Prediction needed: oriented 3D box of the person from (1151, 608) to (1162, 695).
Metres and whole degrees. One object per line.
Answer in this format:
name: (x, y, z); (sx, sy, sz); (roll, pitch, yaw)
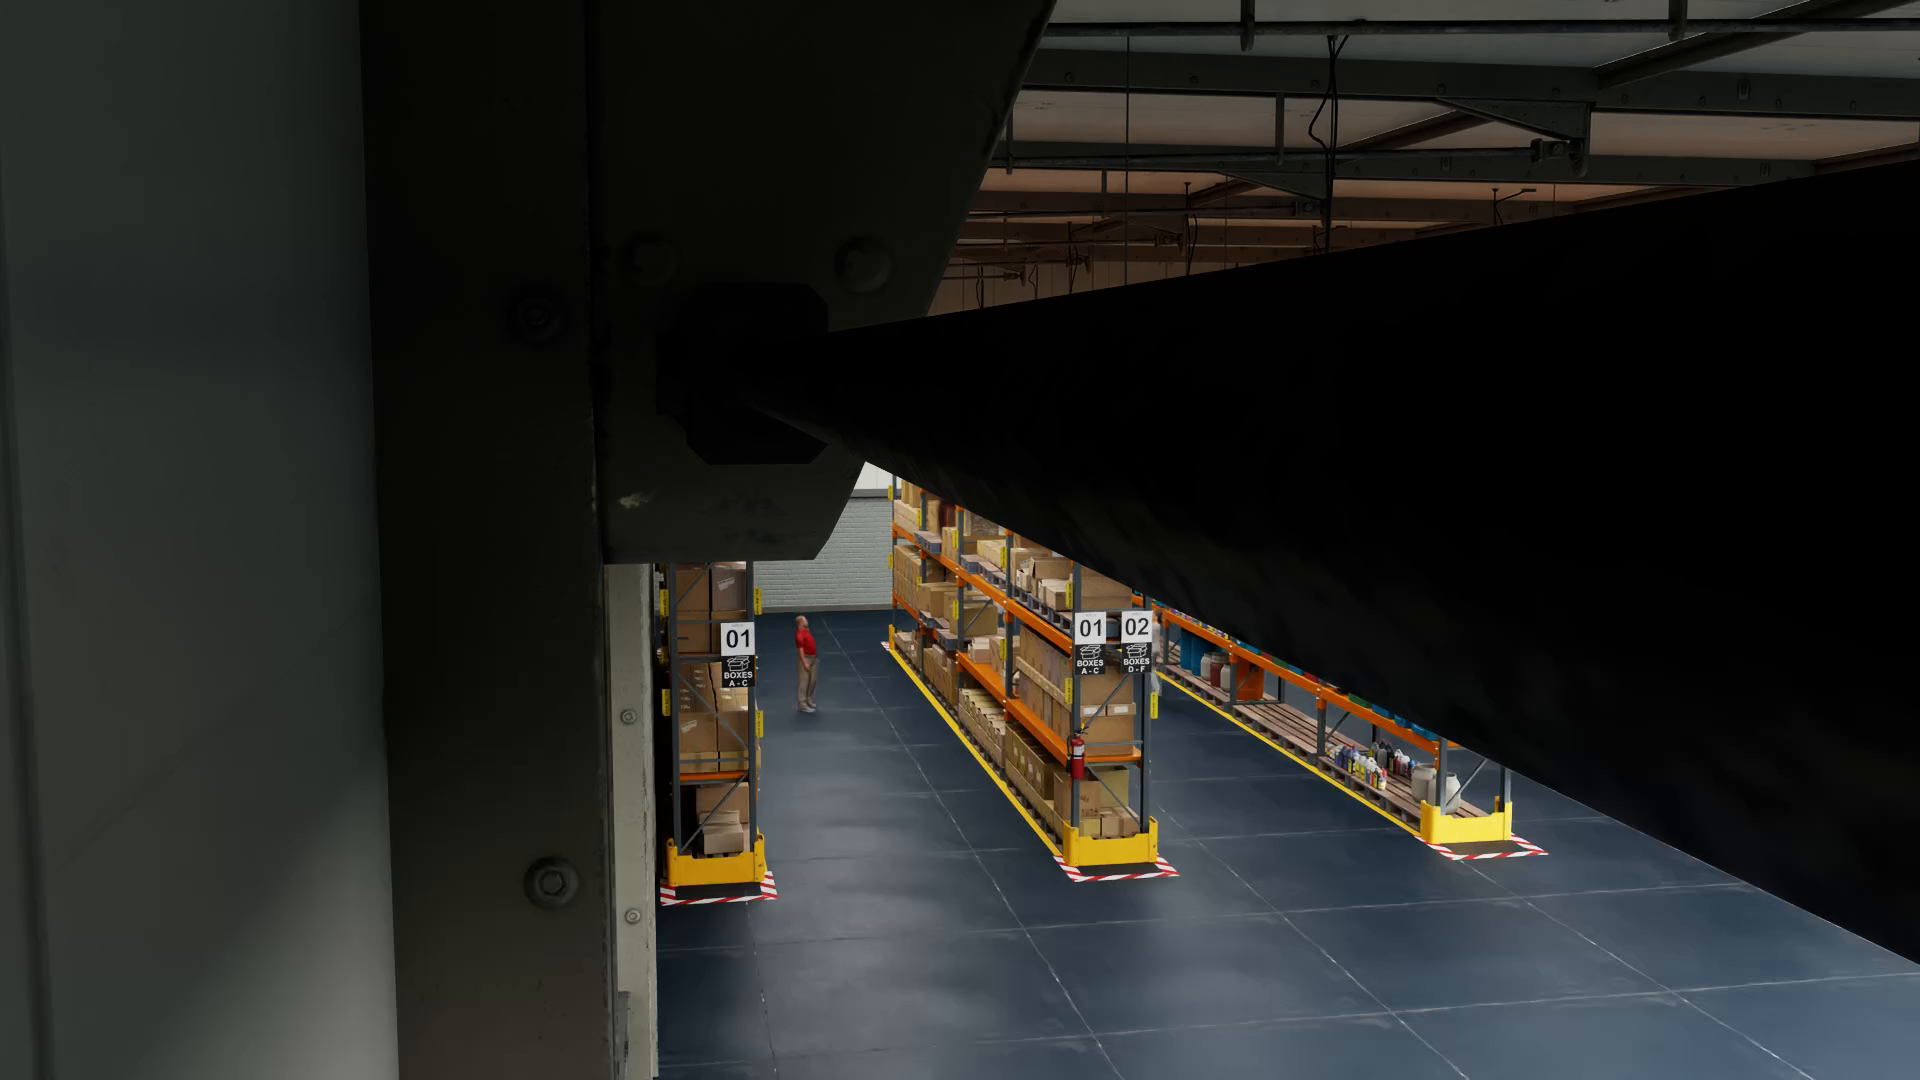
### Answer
person: (3.582, 2.142, 31.294); (0.535, 1.714, 0.524); (6, 9, 43)

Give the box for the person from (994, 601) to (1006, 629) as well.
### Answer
person: (0.903, 1.553, 36.270); (0.606, 1.730, 0.991); (-2, 7, -19)

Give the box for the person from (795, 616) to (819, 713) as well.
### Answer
person: (-2.758, 2.230, 30.177); (0.479, 1.737, 0.606); (3, 7, 25)
